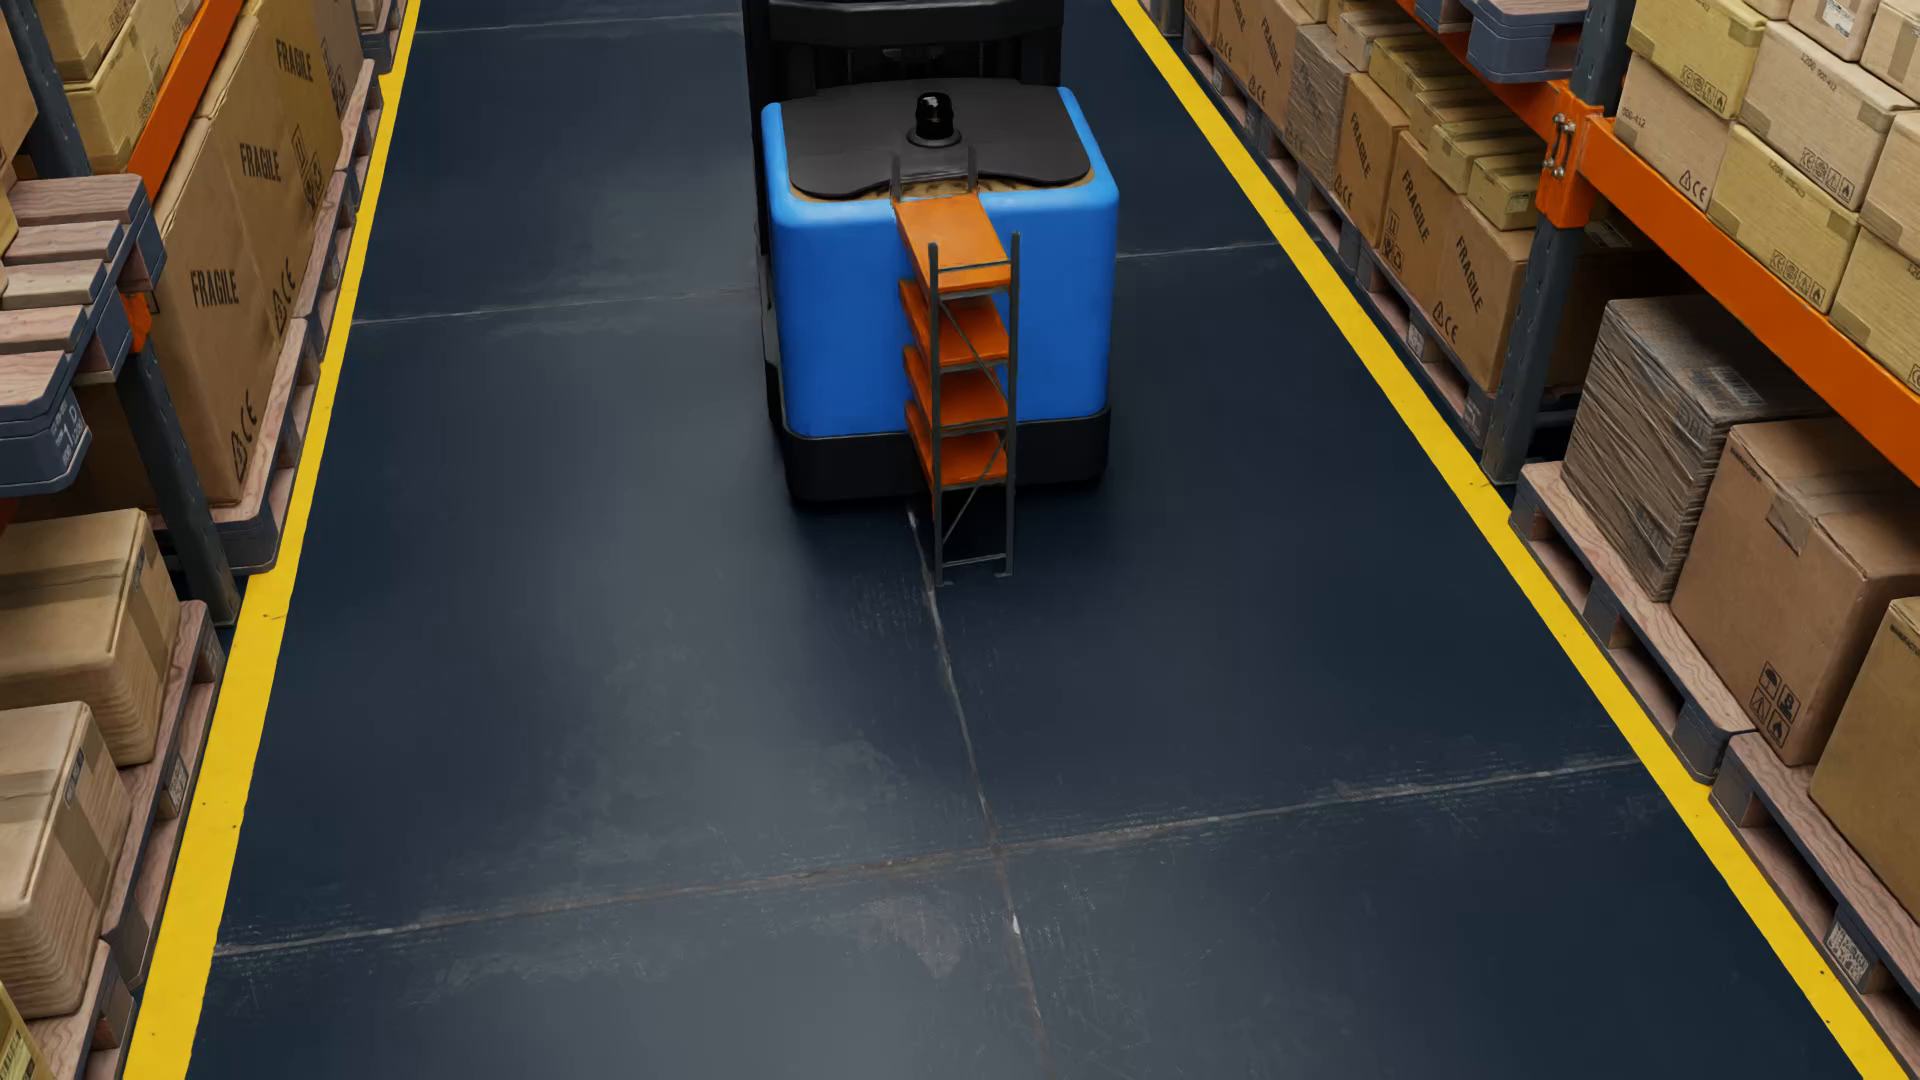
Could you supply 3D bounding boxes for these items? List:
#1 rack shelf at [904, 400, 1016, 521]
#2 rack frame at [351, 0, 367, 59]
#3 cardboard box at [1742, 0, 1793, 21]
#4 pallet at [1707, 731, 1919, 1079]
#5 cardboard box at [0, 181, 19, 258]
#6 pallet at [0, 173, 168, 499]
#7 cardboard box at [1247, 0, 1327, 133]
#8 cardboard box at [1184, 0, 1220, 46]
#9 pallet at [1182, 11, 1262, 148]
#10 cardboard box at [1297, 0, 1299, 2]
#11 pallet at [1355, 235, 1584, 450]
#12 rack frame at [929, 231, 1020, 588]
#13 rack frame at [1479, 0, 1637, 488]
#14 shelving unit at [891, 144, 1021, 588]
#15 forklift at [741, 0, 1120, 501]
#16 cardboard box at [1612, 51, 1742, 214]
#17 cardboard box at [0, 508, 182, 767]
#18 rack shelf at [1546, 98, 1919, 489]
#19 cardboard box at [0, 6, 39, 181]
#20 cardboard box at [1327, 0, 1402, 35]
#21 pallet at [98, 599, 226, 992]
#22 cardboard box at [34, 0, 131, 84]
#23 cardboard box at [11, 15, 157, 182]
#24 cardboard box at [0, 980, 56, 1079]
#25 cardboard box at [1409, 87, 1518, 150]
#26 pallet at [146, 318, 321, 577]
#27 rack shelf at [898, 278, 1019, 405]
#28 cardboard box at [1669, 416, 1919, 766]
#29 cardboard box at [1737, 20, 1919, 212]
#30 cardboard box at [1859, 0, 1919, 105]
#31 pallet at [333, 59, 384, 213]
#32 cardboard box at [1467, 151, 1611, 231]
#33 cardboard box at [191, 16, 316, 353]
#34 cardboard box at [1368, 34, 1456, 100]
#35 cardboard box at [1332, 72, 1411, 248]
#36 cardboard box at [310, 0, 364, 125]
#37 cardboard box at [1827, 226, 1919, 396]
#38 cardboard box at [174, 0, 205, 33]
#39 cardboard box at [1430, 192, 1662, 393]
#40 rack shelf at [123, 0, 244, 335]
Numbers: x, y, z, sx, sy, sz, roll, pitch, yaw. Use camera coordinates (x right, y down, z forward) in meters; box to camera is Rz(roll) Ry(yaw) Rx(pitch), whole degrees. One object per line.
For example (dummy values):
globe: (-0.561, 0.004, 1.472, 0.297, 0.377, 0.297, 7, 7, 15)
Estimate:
rack shelf: (-0.015, -0.284, 5.046, 0.258, 0.148, 0.480, -9, 42, -10)
rack frame: (-3.348, -3.326, 7.086, 1.000, 3.000, 0.127, -6, 38, -8)
cardboard box: (2.053, -1.356, 3.941, 0.380, 0.149, 0.250, -5, 38, -7)
pallet: (2.556, 0.892, 3.930, 1.003, 0.211, 1.213, -6, 38, -8)
cardboard box: (-2.240, -0.650, 3.504, 0.380, 0.149, 0.250, -6, 38, -7)
pallet: (-2.417, -0.415, 3.496, 1.213, 0.211, 1.003, -6, 38, -8)
cardboard box: (1.587, -2.102, 7.206, 0.500, 0.500, 0.500, -7, 38, -9)
cardboard box: (1.401, -2.724, 8.007, 0.500, 0.500, 0.500, -5, 38, -6)
pallet: (1.718, -2.273, 8.004, 1.003, 0.211, 1.213, -6, 38, -8)
cardboard box: (1.588, -2.420, 7.086, 0.380, 0.149, 0.250, -6, 38, -8)
pallet: (2.146, -0.800, 6.107, 1.003, 0.211, 1.213, -6, 38, -8)
rack frame: (0.040, -0.328, 4.692, 0.240, 1.200, 0.015, -9, 42, -10)
rack frame: (2.239, -1.446, 4.666, 1.000, 3.000, 0.127, -6, 38, -8)
shelving unit: (-0.016, -0.484, 4.870, 0.258, 1.200, 0.503, -9, 42, -10)
forklift: (-0.228, -2.178, 5.665, 1.130, 2.935, 3.031, -5, 38, -6)
cardboard box: (2.076, -1.092, 4.333, 0.500, 0.250, 0.500, -6, 38, -8)
cardboard box: (-2.558, 0.304, 4.213, 0.950, 0.372, 0.625, -9, 39, -11)
rack shelf: (2.590, 0.046, 3.332, 1.077, 0.370, 4.000, -6, 38, -8)
cardboard box: (-2.294, -0.988, 3.410, 0.500, 0.500, 0.500, -7, 38, -9)
cardboard box: (1.705, -2.110, 6.687, 0.380, 0.149, 0.250, -6, 38, -8)
pallet: (-2.511, 0.664, 4.224, 1.003, 0.211, 1.213, -6, 38, -8)
cardboard box: (-2.493, -1.381, 4.297, 0.500, 0.250, 0.500, -6, 38, -8)
cardboard box: (-2.485, -1.173, 4.437, 0.500, 0.250, 0.500, -7, 38, -9)
cardboard box: (-2.293, 1.208, 3.050, 0.950, 0.372, 0.625, -5, 38, -6)
cardboard box: (1.822, -1.477, 5.873, 0.380, 0.149, 0.250, -7, 38, -9)
pallet: (-2.711, -0.293, 5.455, 1.003, 0.211, 1.213, -6, 38, -8)
rack shelf: (-0.016, -0.602, 4.767, 0.258, 0.148, 0.480, -9, 42, -10)
cardboard box: (2.457, 0.098, 4.272, 0.875, 0.625, 0.625, -5, 38, -6)
cardboard box: (2.163, -0.987, 3.791, 0.500, 0.250, 0.500, -5, 38, -7)
cardboard box: (2.182, -1.047, 3.543, 0.380, 0.149, 0.250, -6, 38, -7)
pallet: (-3.139, -1.767, 7.352, 1.003, 0.211, 1.213, -6, 38, -8)
cardboard box: (1.903, -1.152, 5.454, 0.380, 0.149, 0.250, -8, 39, -10)
cardboard box: (-2.839, -1.202, 5.742, 0.875, 0.875, 0.875, -6, 38, -7)
cardboard box: (1.776, -1.792, 6.278, 0.380, 0.149, 0.250, -7, 38, -9)
cardboard box: (1.782, -1.476, 6.400, 0.500, 0.500, 0.500, -5, 38, -6)
cardboard box: (-3.161, -2.287, 7.138, 0.875, 0.875, 0.875, -5, 38, -7)
cardboard box: (2.257, -0.478, 3.542, 0.500, 0.250, 0.500, -7, 38, -9)
cardboard box: (-2.679, -1.799, 5.243, 0.500, 0.250, 0.500, -5, 38, -6)
cardboard box: (1.953, -0.857, 5.603, 0.500, 0.500, 0.500, -5, 38, -7)
rack shelf: (-2.998, -1.834, 5.752, 1.077, 0.370, 4.000, -6, 38, -8)
